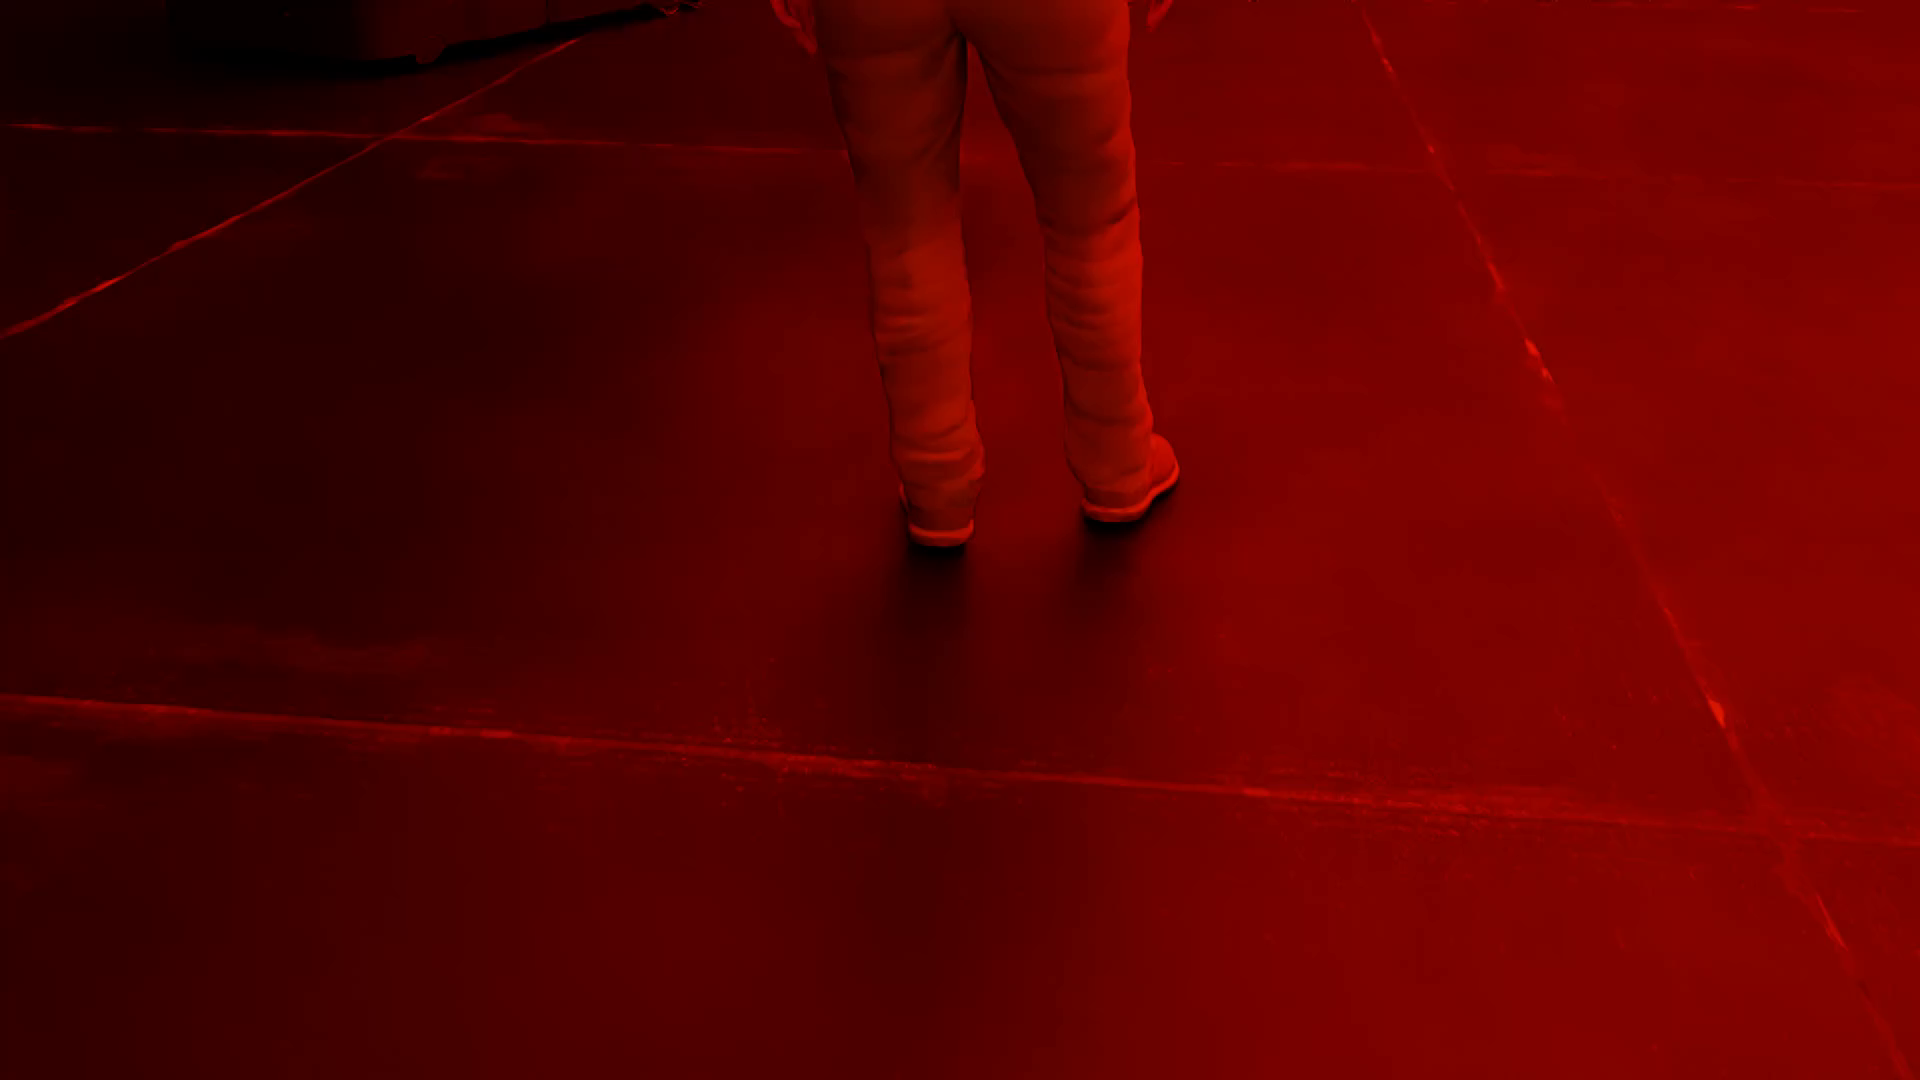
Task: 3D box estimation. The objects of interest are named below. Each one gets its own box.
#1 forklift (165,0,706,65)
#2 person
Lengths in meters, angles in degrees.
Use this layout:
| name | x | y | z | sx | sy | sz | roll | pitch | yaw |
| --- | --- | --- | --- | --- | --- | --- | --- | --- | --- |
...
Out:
| name | x | y | z | sx | sy | sz | roll | pitch | yaw |
| --- | --- | --- | --- | --- | --- | --- | --- | --- | --- |
| forklift | -1.700 | -3.539 | 6.311 | 1.130 | 2.935 | 3.031 | 13 | 29 | 24 |
| person | 0.033 | -0.785 | 2.190 | 0.598 | 1.669 | 0.529 | 3 | 27 | 7 |
